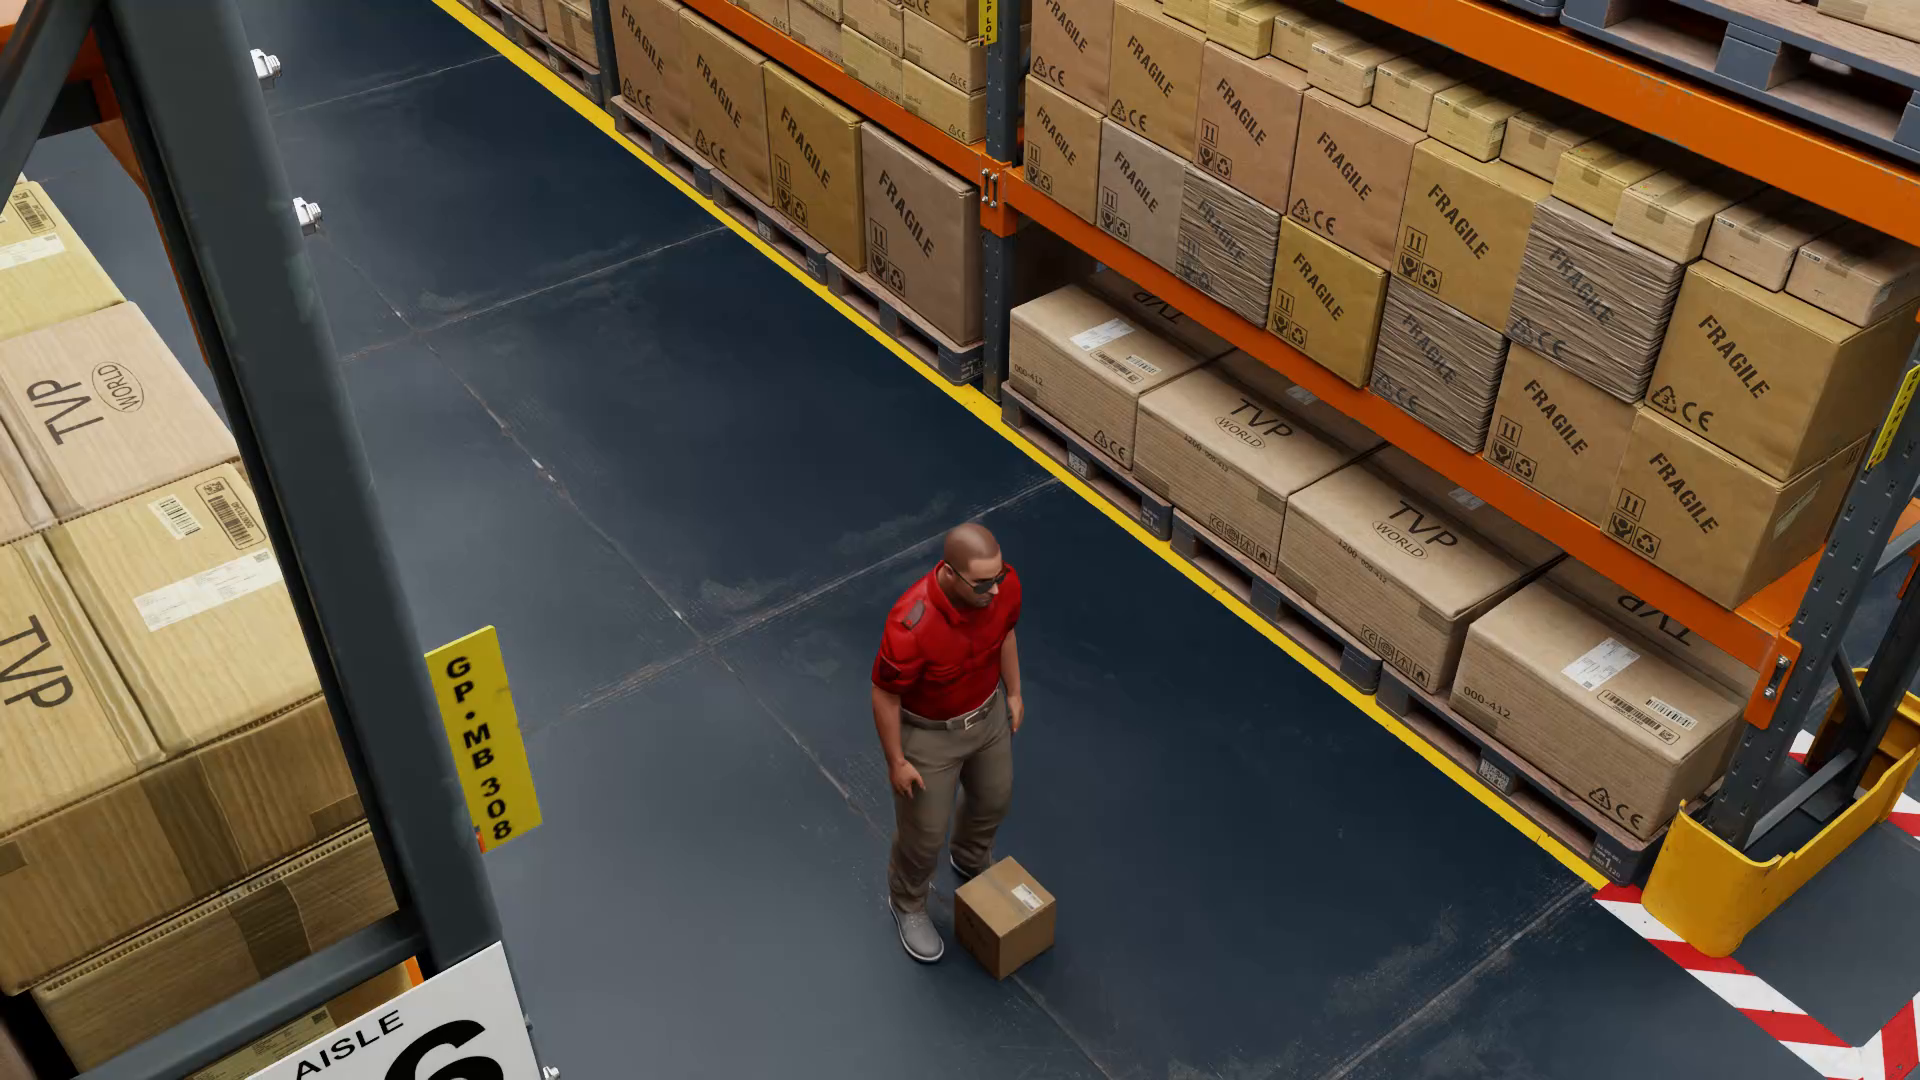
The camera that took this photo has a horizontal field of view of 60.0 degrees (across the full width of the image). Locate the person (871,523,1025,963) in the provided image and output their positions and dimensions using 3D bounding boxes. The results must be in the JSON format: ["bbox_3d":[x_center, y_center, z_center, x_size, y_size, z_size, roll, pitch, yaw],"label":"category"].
[{"bbox_3d":[-0.019,0.614,5.437,0.584,1.725,0.391,-28,48,-29],"label":"person"}]
